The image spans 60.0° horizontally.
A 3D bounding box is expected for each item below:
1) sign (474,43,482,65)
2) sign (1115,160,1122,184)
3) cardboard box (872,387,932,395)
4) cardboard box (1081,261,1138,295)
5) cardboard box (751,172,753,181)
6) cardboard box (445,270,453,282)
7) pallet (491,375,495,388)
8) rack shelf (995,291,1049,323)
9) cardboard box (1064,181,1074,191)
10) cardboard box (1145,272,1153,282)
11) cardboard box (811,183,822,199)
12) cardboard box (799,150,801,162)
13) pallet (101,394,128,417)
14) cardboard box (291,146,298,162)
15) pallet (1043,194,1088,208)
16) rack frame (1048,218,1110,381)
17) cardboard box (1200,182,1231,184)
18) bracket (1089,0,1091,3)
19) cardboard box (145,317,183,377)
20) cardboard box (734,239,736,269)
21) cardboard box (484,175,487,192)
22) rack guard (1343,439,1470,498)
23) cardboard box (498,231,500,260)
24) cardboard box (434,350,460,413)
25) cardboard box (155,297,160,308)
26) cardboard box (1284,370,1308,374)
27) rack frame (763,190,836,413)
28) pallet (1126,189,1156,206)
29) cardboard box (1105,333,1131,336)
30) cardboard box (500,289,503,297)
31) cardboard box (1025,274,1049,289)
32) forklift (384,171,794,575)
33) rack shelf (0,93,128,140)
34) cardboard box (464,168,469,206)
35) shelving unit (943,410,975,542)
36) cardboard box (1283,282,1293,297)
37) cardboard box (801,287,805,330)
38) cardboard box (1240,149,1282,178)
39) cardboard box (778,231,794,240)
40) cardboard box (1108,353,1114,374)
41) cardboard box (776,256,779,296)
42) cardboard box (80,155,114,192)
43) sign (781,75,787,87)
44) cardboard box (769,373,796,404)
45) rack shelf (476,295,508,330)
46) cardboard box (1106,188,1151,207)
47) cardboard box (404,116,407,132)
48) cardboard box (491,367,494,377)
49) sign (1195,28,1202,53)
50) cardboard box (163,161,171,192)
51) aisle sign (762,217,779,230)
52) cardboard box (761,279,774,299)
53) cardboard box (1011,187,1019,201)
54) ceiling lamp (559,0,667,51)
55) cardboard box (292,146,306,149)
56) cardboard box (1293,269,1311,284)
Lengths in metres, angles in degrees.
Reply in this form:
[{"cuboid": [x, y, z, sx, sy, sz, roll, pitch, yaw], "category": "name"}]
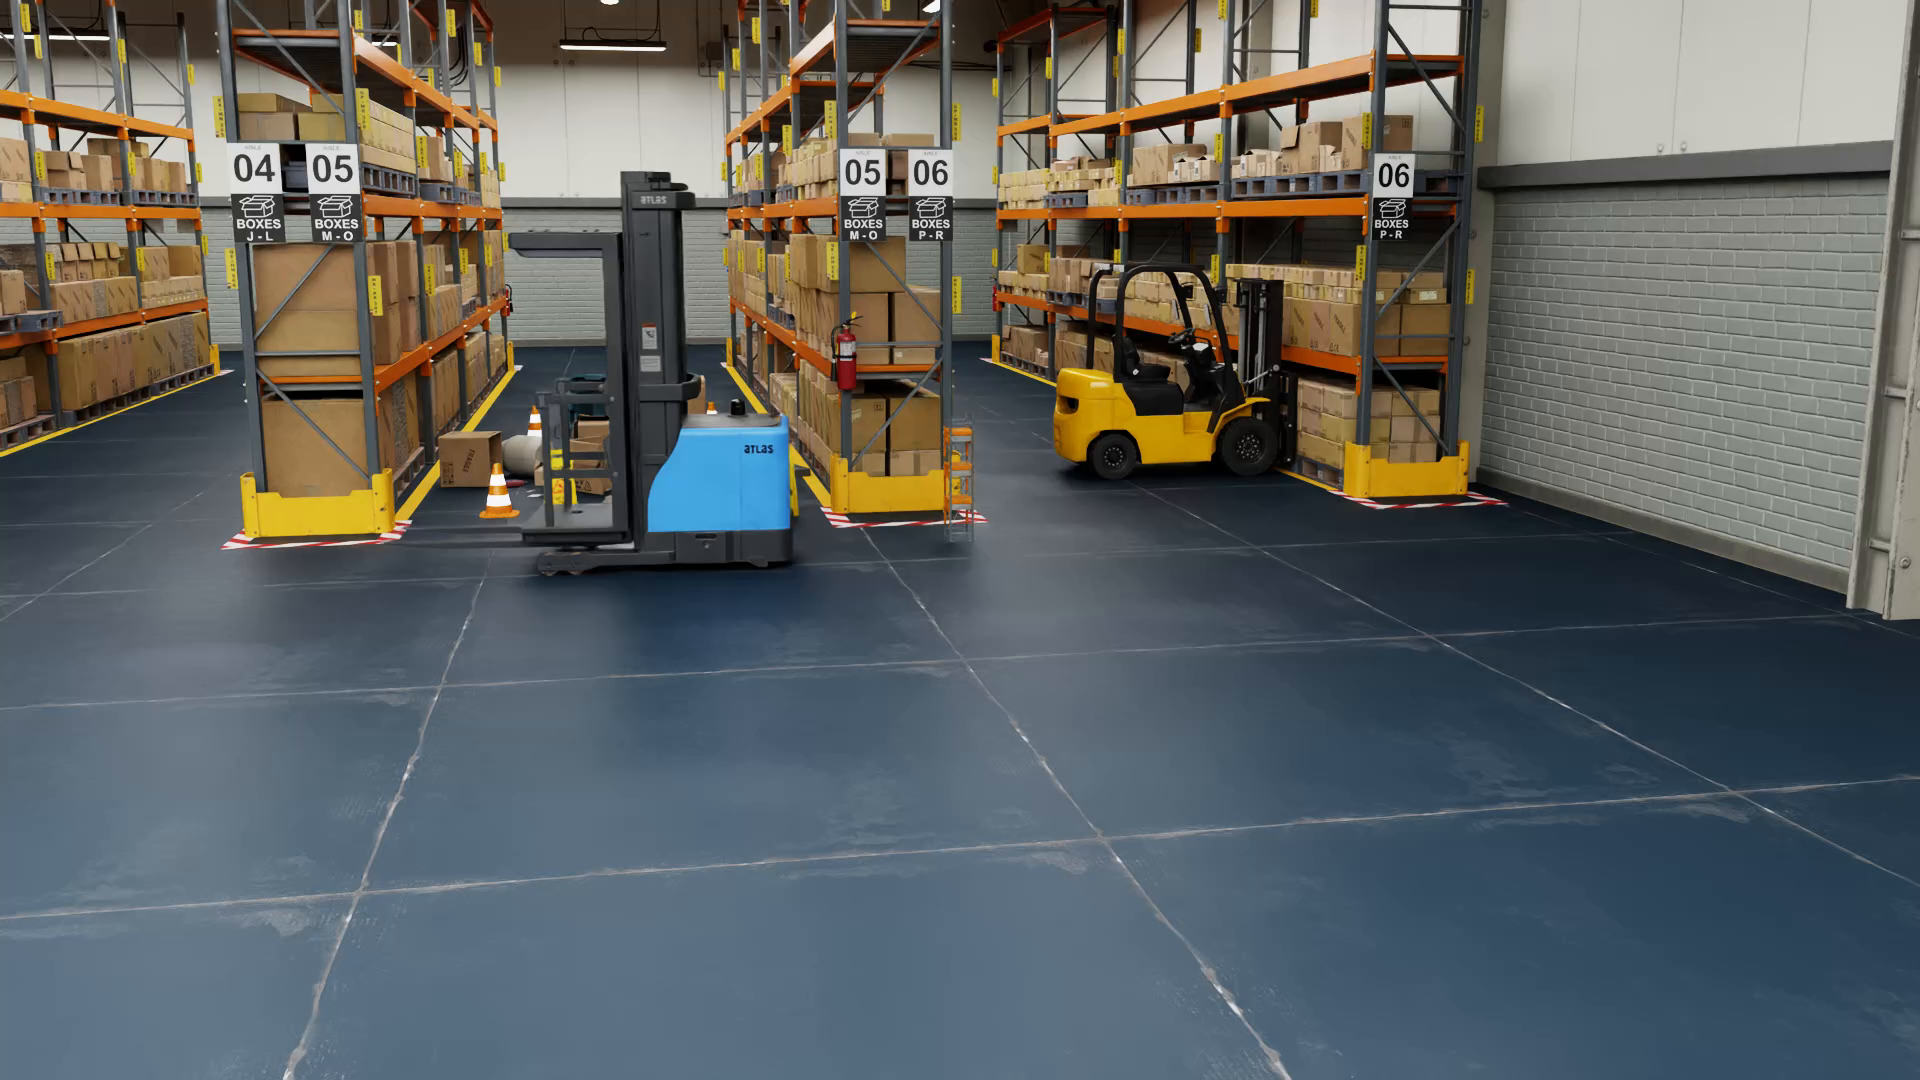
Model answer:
[{"cuboid": [-7.199, -7.255, 24.825, 0.100, 0.325, 0.005, -2, 11, -11], "category": "sign"}, {"cuboid": [2.208, -5.104, 23.087, 0.100, 0.325, 0.005, -2, 11, -11], "category": "sign"}, {"cuboid": [-0.569, -1.230, 16.360, 0.500, 0.500, 0.500, -3, 11, -13], "category": "cardboard box"}, {"cuboid": [2.241, -3.946, 25.006, 0.797, 0.503, 0.637, -2, 11, -12], "category": "cardboard box"}, {"cuboid": [-2.739, -5.069, 23.519, 0.396, 0.266, 0.258, -2, 11, -12], "category": "cardboard box"}, {"cuboid": [-6.864, -3.484, 21.937, 0.380, 0.149, 0.250, -2, 11, -11], "category": "cardboard box"}, {"cuboid": [-7.907, -2.502, 26.278, 1.003, 0.211, 1.213, -2, 11, -11], "category": "pallet"}, {"cuboid": [1.573, -4.143, 29.366, 1.077, 0.370, 4.000, -2, 11, -11], "category": "rack shelf"}, {"cuboid": [1.831, -5.479, 25.718, 0.380, 0.149, 0.250, -2, 11, -12], "category": "cardboard box"}, {"cuboid": [2.705, -3.552, 22.335, 0.380, 0.149, 0.250, -2, 11, -10], "category": "cardboard box"}, {"cuboid": [-1.258, -3.433, 16.361, 0.380, 0.149, 0.250, -2, 11, -12], "category": "cardboard box"}, {"cuboid": [-1.487, -4.058, 17.512, 0.380, 0.149, 0.250, -2, 11, -13], "category": "cardboard box"}, {"cuboid": [-12.162, -1.855, 22.880, 1.003, 0.211, 1.213, -2, 11, -11], "category": "pallet"}, {"cuboid": [-5.904, -3.297, 14.254, 0.380, 0.149, 0.250, -2, 11, -10], "category": "cardboard box"}, {"cuboid": [2.020, -5.389, 26.467, 1.213, 0.211, 1.003, -2, 11, -11], "category": "pallet"}, {"cuboid": [1.962, -4.130, 27.372, 1.000, 3.000, 0.127, -2, 11, -11], "category": "rack frame"}, {"cuboid": [3.229, -4.623, 21.173, 0.380, 0.166, 0.250, -2, 11, -11], "category": "cardboard box"}, {"cuboid": [2.282, -9.069, 27.650, 0.235, 0.232, 0.430, -2, 11, -11], "category": "bracket"}, {"cuboid": [-12.852, -3.040, 26.204, 0.875, 0.875, 0.875, -2, 11, -11], "category": "cardboard box"}, {"cuboid": [-3.557, -4.844, 28.183, 0.500, 0.500, 0.500, -2, 11, -11], "category": "cardboard box"}, {"cuboid": [-7.692, -5.584, 26.054, 0.500, 0.250, 0.500, -2, 11, -11], "category": "cardboard box"}, {"cuboid": [4.301, -0.697, 16.019, 1.175, 0.500, 0.348, -2, 11, -11], "category": "rack guard"}, {"cuboid": [-8.088, -5.002, 28.219, 0.500, 0.500, 0.500, -3, 11, -13], "category": "cardboard box"}, {"cuboid": [-6.934, -2.003, 21.089, 1.050, 0.750, 0.750, -2, 11, -12], "category": "cardboard box"}, {"cuboid": [-12.461, -3.628, 25.405, 0.380, 0.149, 0.250, -2, 11, -9], "category": "cardboard box"}, {"cuboid": [3.502, -1.724, 18.289, 0.500, 0.250, 0.500, -2, 11, -9], "category": "cardboard box"}, {"cuboid": [-2.128, -3.215, 22.565, 1.000, 3.000, 0.127, -2, 11, -11], "category": "rack frame"}, {"cuboid": [2.960, -4.656, 22.618, 1.213, 0.211, 1.003, -2, 11, -8], "category": "pallet"}, {"cuboid": [2.505, -3.179, 26.204, 0.380, 0.149, 0.250, -2, 11, -9], "category": "cardboard box"}, {"cuboid": [-8.179, -4.311, 28.994, 0.380, 0.149, 0.250, -2, 11, -11], "category": "cardboard box"}, {"cuboid": [1.428, -4.470, 28.765, 0.500, 0.250, 0.500, -2, 11, -11], "category": "cardboard box"}, {"cuboid": [-2.814, -1.284, 12.602, 3.031, 2.935, 1.130, -1, 11, -5], "category": "forklift"}, {"cuboid": [-12.238, -5.619, 22.143, 1.077, 0.370, 4.000, -2, 11, -11], "category": "rack shelf"}, {"cuboid": [-7.020, -4.836, 22.795, 0.500, 0.500, 0.500, -2, 11, -11], "category": "cardboard box"}, {"cuboid": [-0.010, -0.526, 13.650, 0.215, 1.050, 0.252, -2, 11, -11], "category": "shelving unit"}, {"cuboid": [3.603, -2.678, 17.742, 0.380, 0.149, 0.250, -2, 11, -12], "category": "cardboard box"}, {"cuboid": [-1.417, -2.495, 17.717, 0.500, 0.500, 0.500, -2, 11, -11], "category": "cardboard box"}, {"cuboid": [3.441, -4.186, 18.494, 0.500, 0.311, 0.500, -2, 11, -10], "category": "cardboard box"}, {"cuboid": [-2.713, -4.875, 26.610, 0.380, 0.149, 0.250, -2, 11, -12], "category": "cardboard box"}, {"cuboid": [2.447, -2.444, 24.078, 0.500, 0.500, 0.500, -2, 11, -9], "category": "cardboard box"}, {"cuboid": [-2.049, -3.333, 21.000, 0.500, 0.500, 0.500, -2, 11, -10], "category": "cardboard box"}, {"cuboid": [-12.504, -5.211, 23.640, 0.700, 0.500, 0.500, -2, 11, -10], "category": "cardboard box"}, {"cuboid": [-3.149, -8.144, 29.709, 0.100, 0.325, 0.005, -2, 11, -11], "category": "sign"}, {"cuboid": [-2.028, -2.026, 22.226, 0.950, 0.372, 0.625, -3, 11, -15], "category": "cardboard box"}, {"cuboid": [-8.131, -3.763, 27.371, 1.077, 0.370, 4.000, -2, 11, -11], "category": "rack shelf"}, {"cuboid": [2.402, -4.881, 23.699, 0.500, 0.250, 0.500, -2, 11, -13], "category": "cardboard box"}, {"cuboid": [-5.705, -4.132, 16.511, 0.380, 0.149, 0.250, -2, 11, -11], "category": "cardboard box"}, {"cuboid": [-7.497, -2.634, 26.016, 0.380, 0.149, 0.250, -3, 11, -13], "category": "cardboard box"}, {"cuboid": [3.284, -6.901, 22.964, 0.100, 0.325, 0.005, -2, 11, -11], "category": "sign"}, {"cuboid": [-13.260, -5.899, 26.986, 0.700, 0.500, 0.500, -3, 11, -13], "category": "cardboard box"}, {"cuboid": [-3.394, -5.984, 30.160, 0.394, 0.787, 0.004, -2, 11, -11], "category": "aisle sign"}, {"cuboid": [-2.471, -3.466, 22.951, 0.500, 0.250, 0.500, -2, 11, -11], "category": "cardboard box"}, {"cuboid": [1.209, -6.131, 29.471, 0.500, 0.250, 0.500, -2, 11, -13], "category": "cardboard box"}, {"cuboid": [-6.584, -10.901, 31.291, 2.000, 3.185, 0.800, -2, 11, -11], "category": "ceiling lamp"}, {"cuboid": [-5.874, -3.522, 14.371, 0.500, 0.250, 0.500, -2, 11, -11], "category": "cardboard box"}, {"cuboid": [3.673, -2.731, 17.226, 0.380, 0.149, 0.250, -2, 11, -10], "category": "cardboard box"}]
